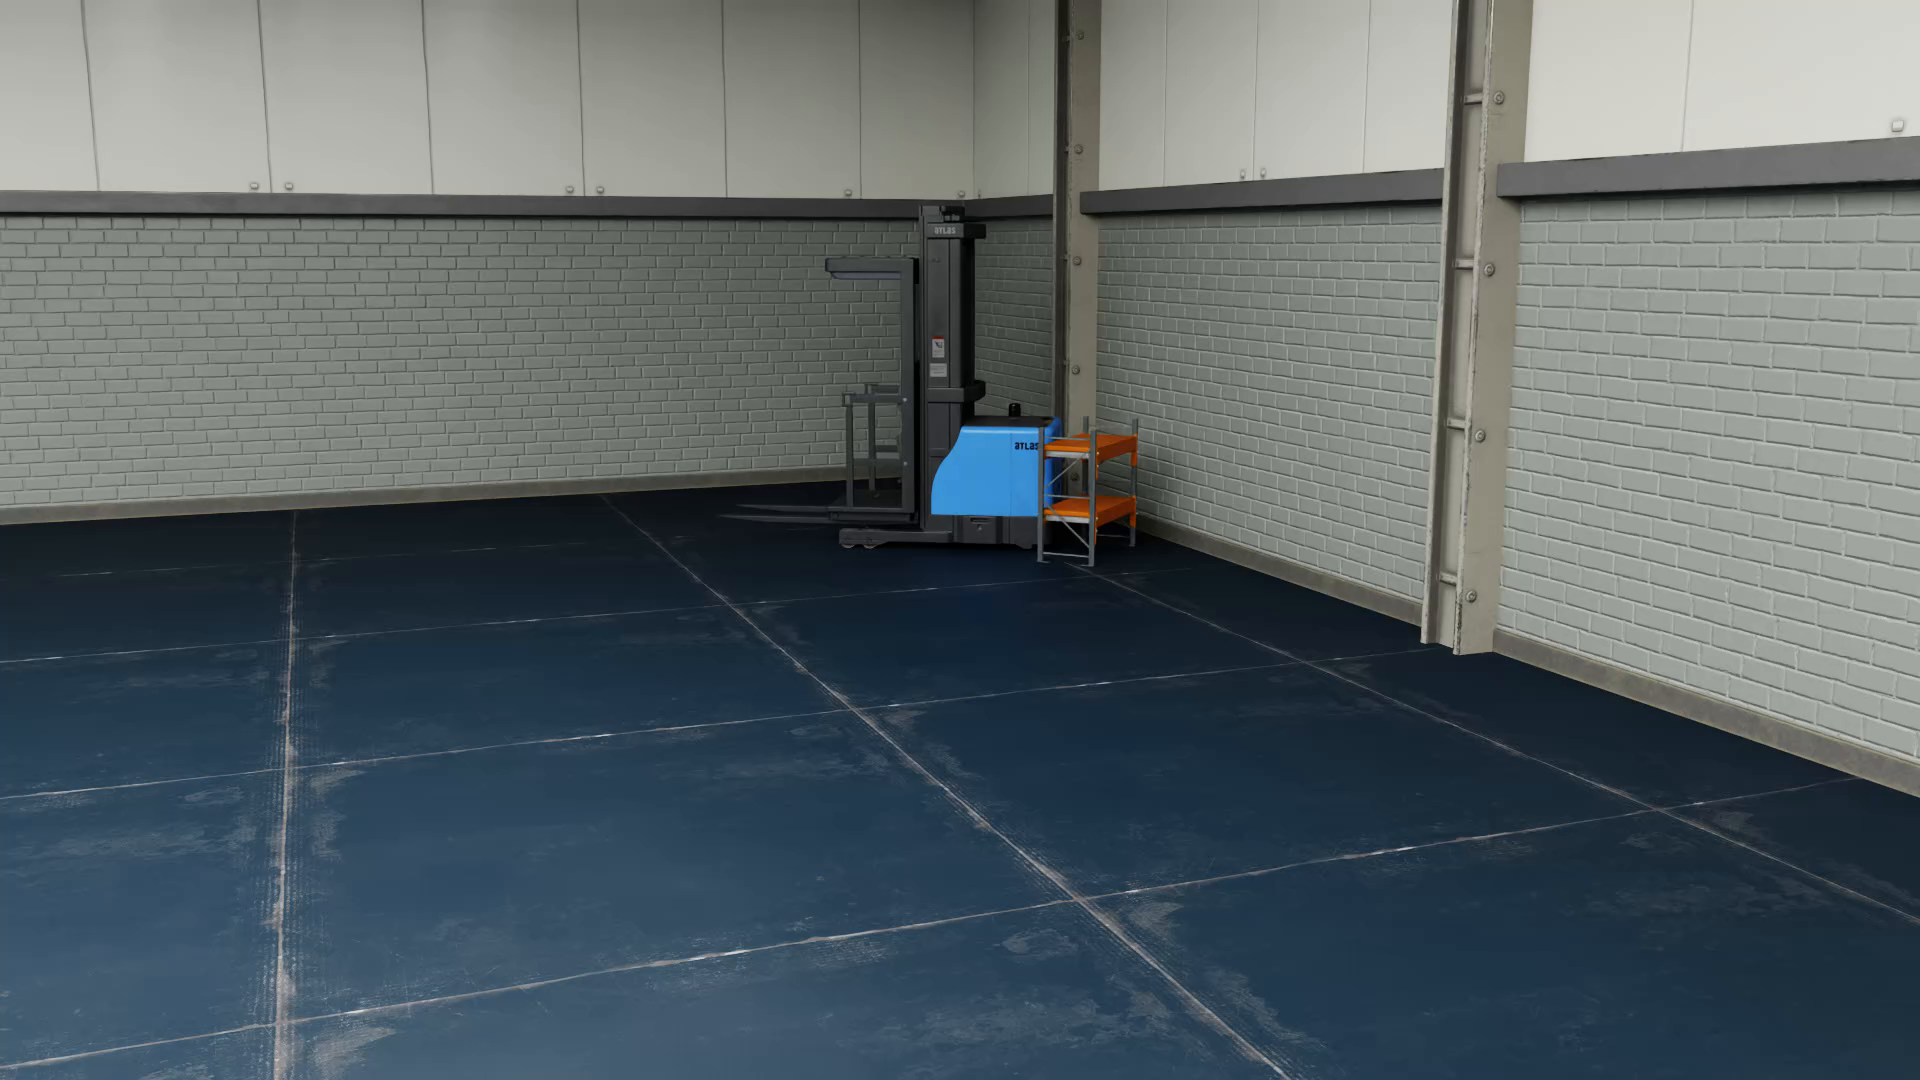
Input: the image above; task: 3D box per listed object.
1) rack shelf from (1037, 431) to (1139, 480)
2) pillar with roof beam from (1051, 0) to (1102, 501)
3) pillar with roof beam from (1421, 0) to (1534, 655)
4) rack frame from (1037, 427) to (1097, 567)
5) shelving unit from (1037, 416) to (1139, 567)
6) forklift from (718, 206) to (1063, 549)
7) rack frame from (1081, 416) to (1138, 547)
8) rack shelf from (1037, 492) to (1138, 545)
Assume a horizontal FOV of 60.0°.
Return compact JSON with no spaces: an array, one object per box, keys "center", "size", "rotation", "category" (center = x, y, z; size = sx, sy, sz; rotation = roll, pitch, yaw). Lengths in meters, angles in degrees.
[{"center":[1.096,-0.724,14.104],"size":[0.538,0.278,1.000],"rotation":[5,11,25],"category":"rack shelf"},{"center":[-2.900,-4.435,14.159],"size":[9.100,9.000,0.400],"rotation":[-4,11,-21],"category":"pillar with roof beam"},{"center":[-0.726,-3.456,8.653],"size":[9.100,9.000,0.400],"rotation":[-4,11,-21],"category":"pillar with roof beam"},{"center":[0.879,-0.355,13.703],"size":[0.500,1.125,0.032],"rotation":[5,11,25],"category":"rack frame"},{"center":[1.096,-0.435,14.156],"size":[0.538,1.125,1.048],"rotation":[5,11,25],"category":"shelving unit"},{"center":[-0.624,-1.459,14.752],"size":[3.031,2.935,1.130],"rotation":[1,10,8],"category":"forklift"},{"center":[1.312,-0.516,14.608],"size":[0.500,1.125,0.032],"rotation":[5,11,25],"category":"rack frame"},{"center":[1.096,-0.195,14.198],"size":[0.538,0.278,1.000],"rotation":[5,11,25],"category":"rack shelf"}]
